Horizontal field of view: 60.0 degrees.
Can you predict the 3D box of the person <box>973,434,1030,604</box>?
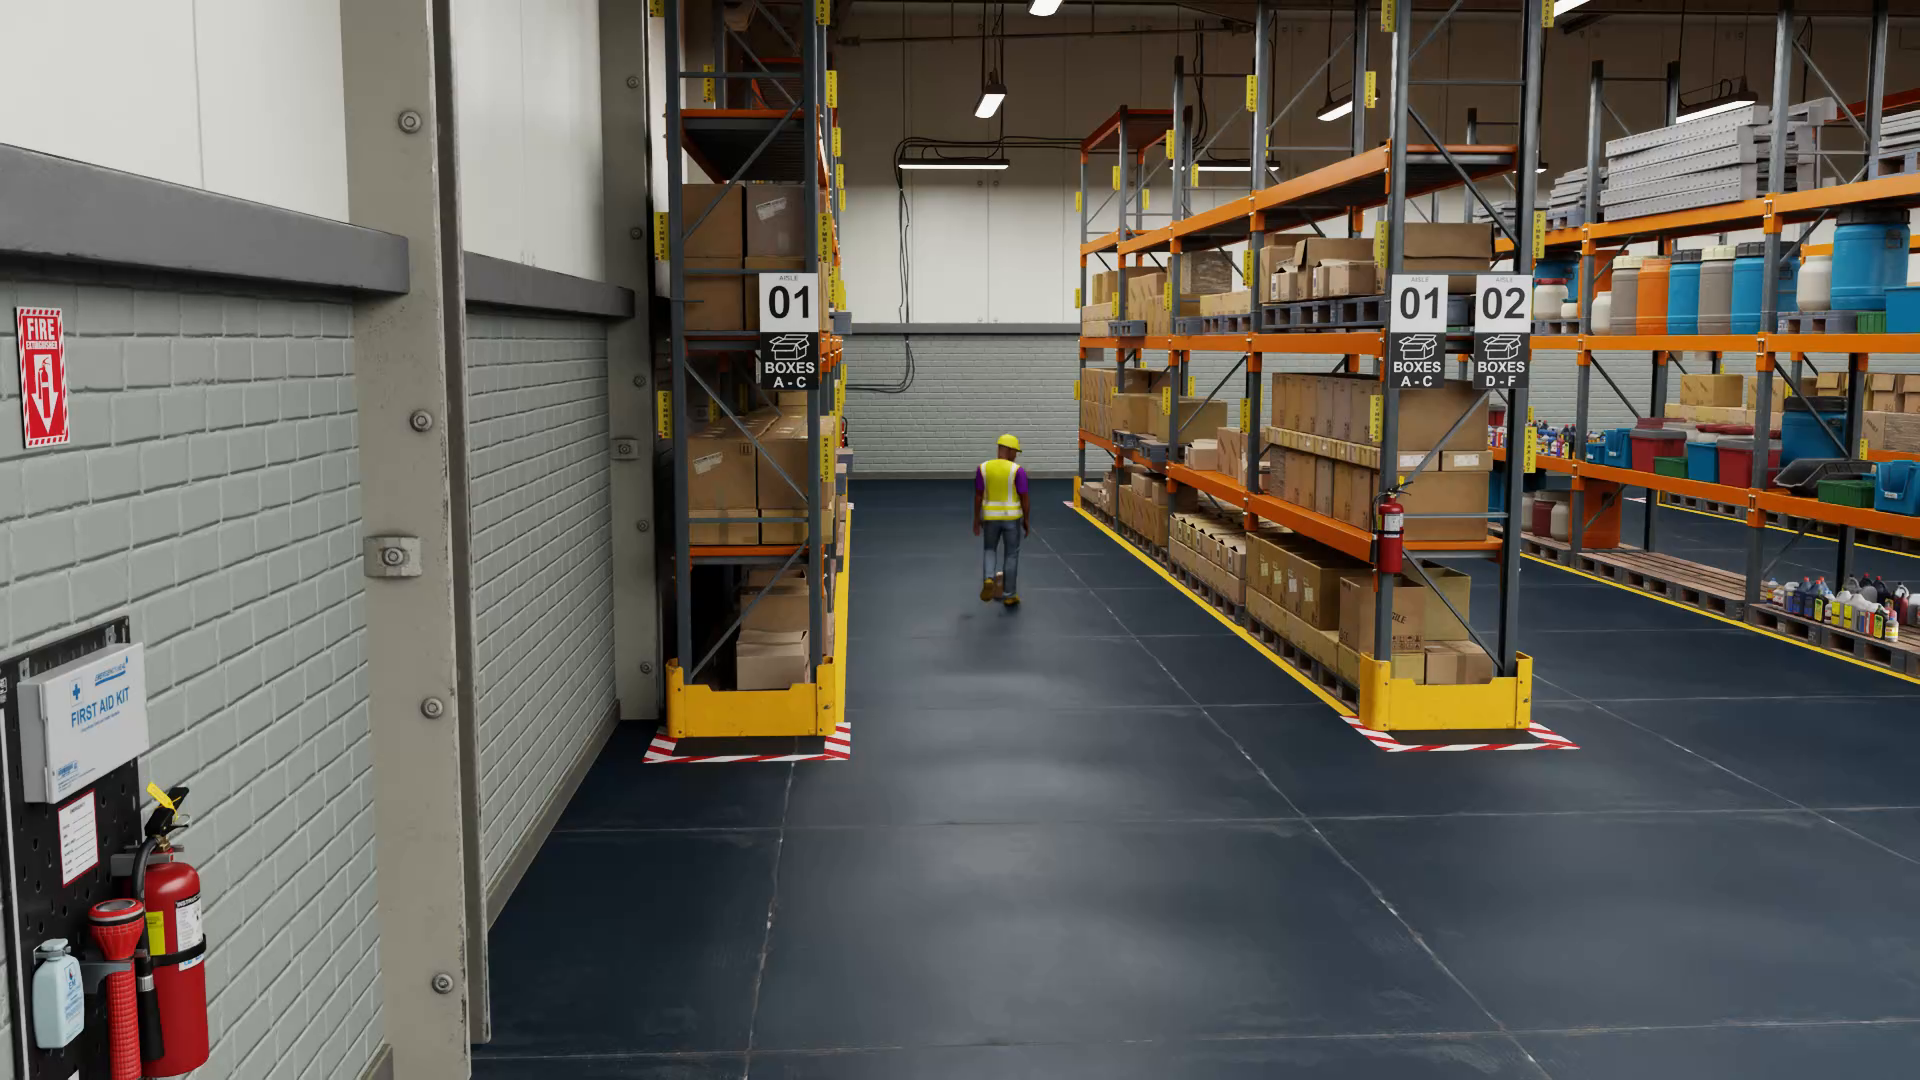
[{"bbox_3d":[0.448,-0.217,17.277,0.602,1.761,0.494,2,7,19],"label":"person"}]
